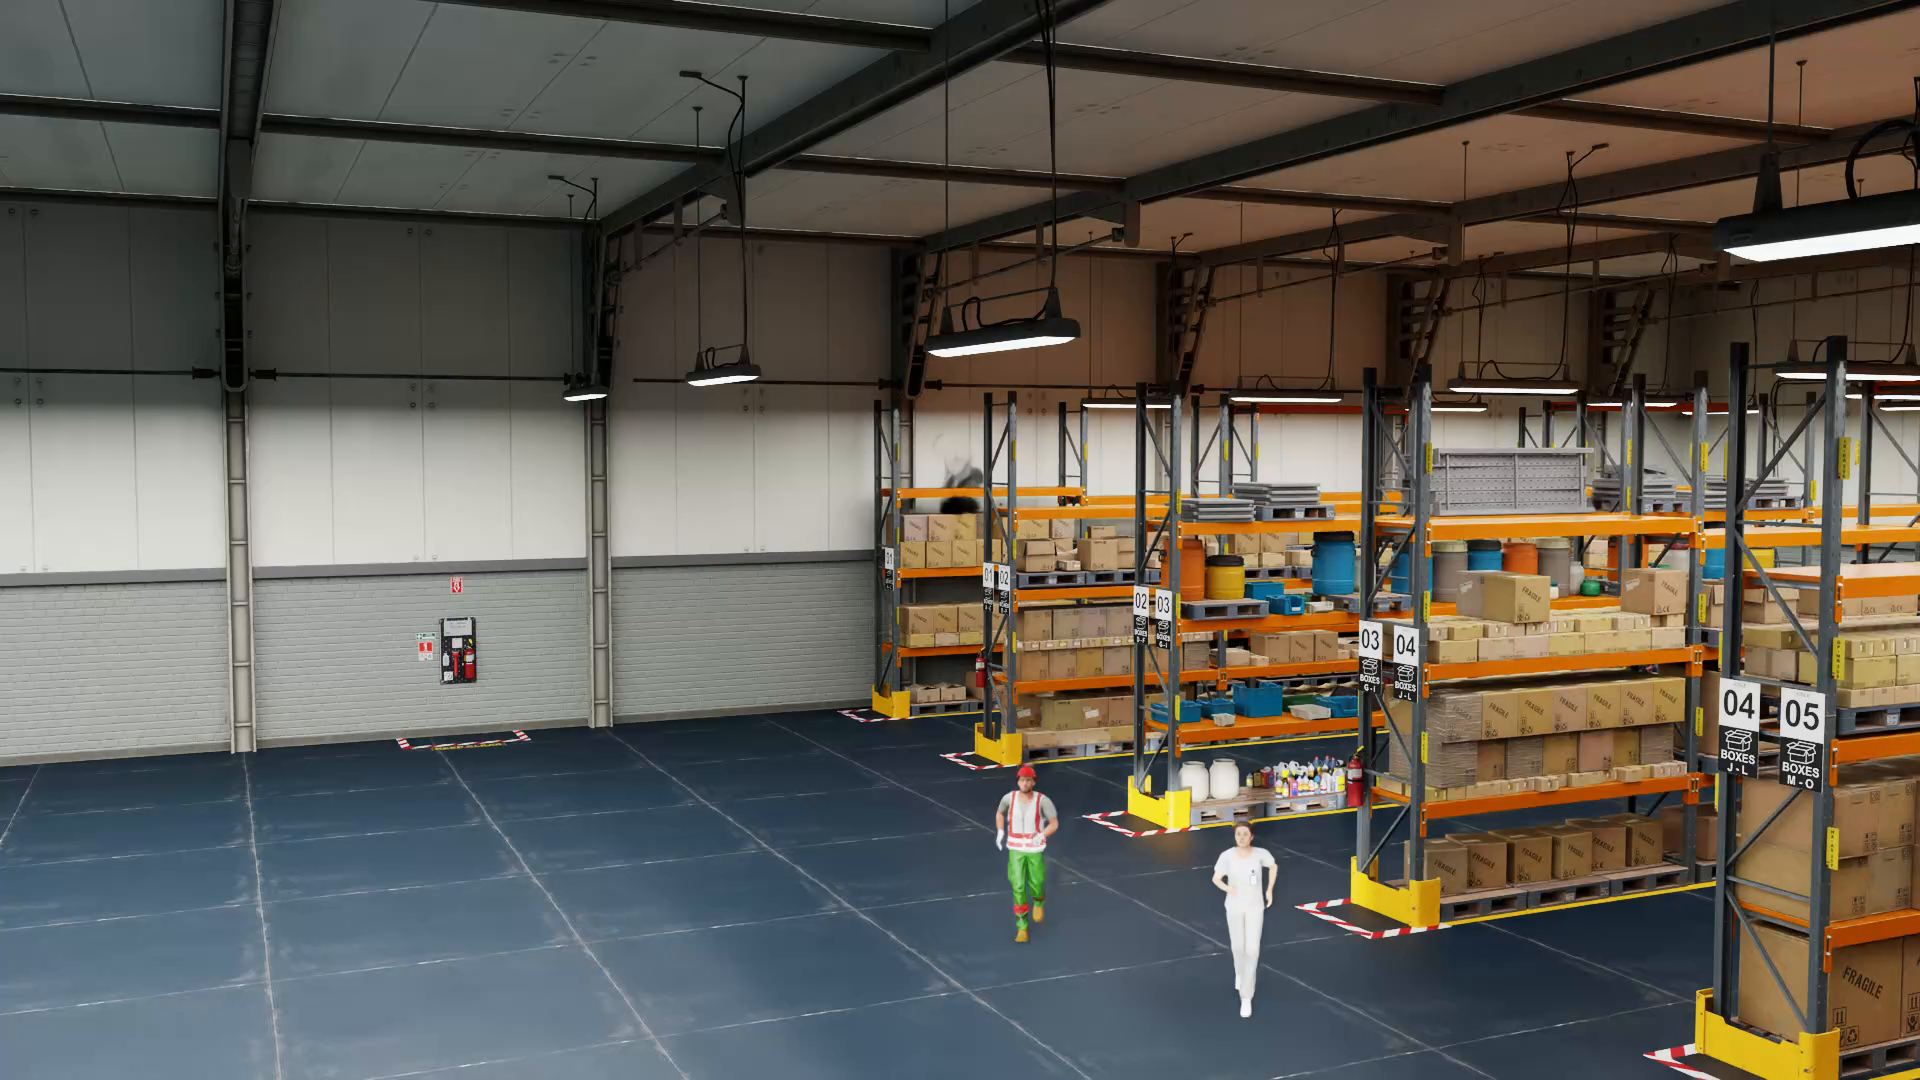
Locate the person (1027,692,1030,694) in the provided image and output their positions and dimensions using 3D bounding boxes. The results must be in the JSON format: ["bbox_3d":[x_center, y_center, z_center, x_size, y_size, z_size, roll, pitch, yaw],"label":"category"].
[{"bbox_3d":[1.095,2.591,29.088,0.772,1.696,0.566,-3,4,-39],"label":"person"}]

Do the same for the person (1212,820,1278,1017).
[{"bbox_3d":[2.622,3.436,15.354,0.571,1.713,0.853,1,3,16],"label":"person"}]

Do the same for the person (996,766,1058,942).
[{"bbox_3d":[0.694,3.247,17.462,0.678,1.770,0.861,1,3,10],"label":"person"}]
